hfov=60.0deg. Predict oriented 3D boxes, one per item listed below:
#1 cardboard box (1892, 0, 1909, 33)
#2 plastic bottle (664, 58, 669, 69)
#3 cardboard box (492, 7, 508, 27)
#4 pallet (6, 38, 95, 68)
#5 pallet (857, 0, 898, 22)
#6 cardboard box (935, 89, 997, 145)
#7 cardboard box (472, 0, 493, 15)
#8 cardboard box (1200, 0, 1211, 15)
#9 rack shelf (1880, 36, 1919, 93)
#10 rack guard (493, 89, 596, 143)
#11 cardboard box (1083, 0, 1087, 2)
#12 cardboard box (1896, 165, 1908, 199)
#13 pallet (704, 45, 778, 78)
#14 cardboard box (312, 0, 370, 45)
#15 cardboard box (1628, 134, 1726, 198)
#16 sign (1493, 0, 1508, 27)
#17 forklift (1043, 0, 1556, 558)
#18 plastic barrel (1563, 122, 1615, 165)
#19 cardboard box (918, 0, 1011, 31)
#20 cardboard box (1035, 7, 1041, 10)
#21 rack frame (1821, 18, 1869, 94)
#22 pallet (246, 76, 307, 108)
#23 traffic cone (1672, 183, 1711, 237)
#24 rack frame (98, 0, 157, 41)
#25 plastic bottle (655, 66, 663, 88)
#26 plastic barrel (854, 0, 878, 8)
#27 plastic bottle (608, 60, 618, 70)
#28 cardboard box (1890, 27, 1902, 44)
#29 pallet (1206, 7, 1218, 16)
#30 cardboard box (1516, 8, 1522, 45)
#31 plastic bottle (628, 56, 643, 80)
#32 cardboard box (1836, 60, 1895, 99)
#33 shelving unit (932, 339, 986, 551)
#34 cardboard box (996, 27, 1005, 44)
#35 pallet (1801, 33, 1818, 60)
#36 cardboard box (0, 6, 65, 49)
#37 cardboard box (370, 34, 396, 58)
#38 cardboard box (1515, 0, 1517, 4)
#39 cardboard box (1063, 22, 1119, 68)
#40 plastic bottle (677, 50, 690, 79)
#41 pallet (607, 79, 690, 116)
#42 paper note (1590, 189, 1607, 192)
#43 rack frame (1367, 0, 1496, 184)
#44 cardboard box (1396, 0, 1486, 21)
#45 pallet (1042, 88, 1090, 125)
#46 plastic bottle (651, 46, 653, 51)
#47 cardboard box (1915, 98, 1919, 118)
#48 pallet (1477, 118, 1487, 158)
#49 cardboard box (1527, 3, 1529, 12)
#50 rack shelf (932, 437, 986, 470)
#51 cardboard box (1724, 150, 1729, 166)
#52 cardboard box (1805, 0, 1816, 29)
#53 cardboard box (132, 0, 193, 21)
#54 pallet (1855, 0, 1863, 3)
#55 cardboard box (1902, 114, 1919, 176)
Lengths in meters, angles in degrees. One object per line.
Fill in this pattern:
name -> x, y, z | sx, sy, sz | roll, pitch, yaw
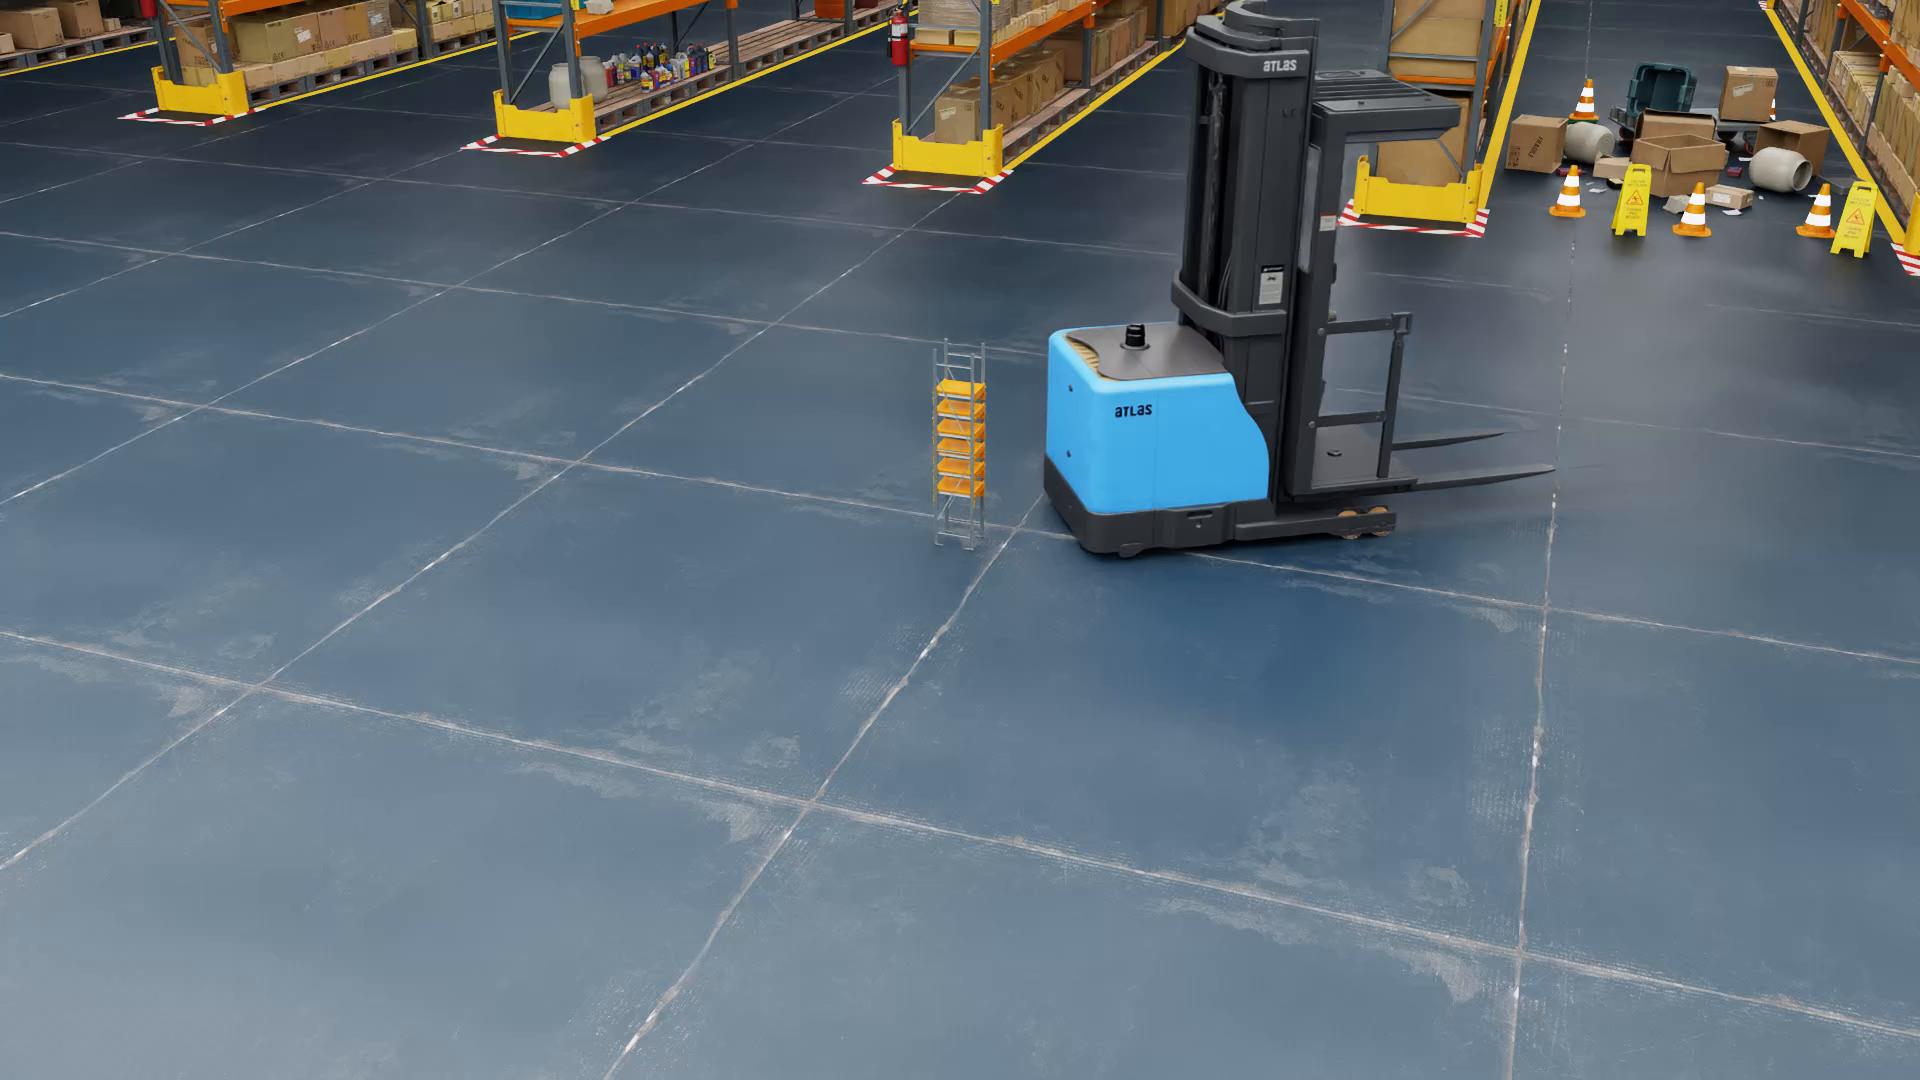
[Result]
cardboard box -> 10.107, -5.578, 17.373 | 0.500, 0.500, 0.500 | 9, 27, 17
plastic bottle -> -3.772, -6.102, 21.522 | 0.061, 0.283, 0.133 | 9, 27, 17
cardboard box -> -7.290, -8.128, 25.770 | 0.500, 0.250, 0.500 | 9, 27, 18
pallet -> -13.436, -7.093, 24.157 | 1.003, 0.211, 1.213 | 9, 27, 17
pallet -> -1.538, -8.914, 27.918 | 1.003, 0.211, 1.213 | 9, 27, 17
cardboard box -> 0.064, -4.651, 18.301 | 0.500, 0.500, 0.500 | 14, 29, 27
cardboard box -> -7.454, -8.171, 25.213 | 0.500, 0.311, 0.500 | 8, 27, 16
cardboard box -> 3.343, -8.864, 26.572 | 1.225, 0.875, 0.875 | 8, 27, 16
rack shelf -> 9.851, -4.394, 16.209 | 1.077, 0.370, 4.000 | 9, 27, 17
rack guard -> -4.850, -4.965, 19.430 | 1.175, 0.500, 0.348 | 9, 27, 17
cardboard box -> 1.377, -6.733, 20.502 | 0.380, 0.149, 0.250 | 9, 27, 17
cardboard box -> 9.381, -3.431, 16.067 | 0.500, 0.250, 0.500 | 9, 27, 18
pallet -> -3.275, -6.769, 23.487 | 1.003, 0.211, 1.213 | 9, 27, 17
cardboard box -> -8.458, -7.072, 22.727 | 0.500, 0.500, 0.500 | 9, 27, 17
cardboard box -> 7.383, -3.862, 17.148 | 0.797, 0.503, 0.637 | -9, 27, -18
sign -> 5.005, -4.915, 15.375 | 0.100, 0.325, 0.005 | 9, 27, 17
forklift -> 2.086, -1.541, 9.570 | 3.031, 2.935, 1.130 | -6, 26, -12
plastic barrel -> 6.884, -4.368, 18.286 | 0.421, 0.421, 0.512 | -14, 29, -27
cardboard box -> 0.049, -5.734, 17.695 | 0.875, 0.500, 0.500 | 9, 27, 17
cardboard box -> 0.709, -6.027, 19.044 | 0.380, 0.149, 0.250 | 9, 27, 17
rack frame -> 11.848, -7.184, 21.145 | 1.000, 3.000, 0.127 | 9, 27, 17
pallet -> -9.285, -5.837, 21.563 | 1.003, 0.211, 1.213 | 9, 27, 17
traffic cone -> 6.952, -3.139, 15.703 | 0.336, 0.463, 0.334 | 9, 27, 17
rack frame -> -12.842, -9.132, 25.169 | 1.000, 3.000, 0.127 | 9, 27, 17
plastic bottle -> -3.819, -5.862, 21.042 | 0.097, 0.271, 0.097 | 0, 26, 0
plastic barrel -> -1.646, -9.110, 27.409 | 0.600, 0.588, 0.708 | 9, 27, 17
plastic bottle -> -4.477, -5.999, 21.318 | 0.152, 0.276, 0.135 | 8, 27, 16
cardboard box -> 10.109, -5.344, 17.633 | 0.380, 0.149, 0.250 | 9, 27, 17
pallet -> 3.648, -8.682, 27.438 | 1.003, 0.211, 1.213 | 9, 27, 17
cardboard box -> 7.786, -7.385, 23.947 | 0.500, 0.500, 0.500 | 9, 27, 18
plastic bottle -> -4.215, -6.132, 21.594 | 0.152, 0.276, 0.135 | 9, 27, 17
cardboard box -> 11.412, -5.655, 20.521 | 0.950, 0.372, 0.625 | 8, 27, 16
shelving unit -> -0.005, -0.534, 9.476 | 0.258, 1.200, 0.189 | 9, 27, 17
cardboard box -> 0.261, -5.403, 17.755 | 0.380, 0.149, 0.250 | 9, 27, 17
pallet -> 12.993, -7.244, 24.470 | 1.003, 0.211, 1.213 | 9, 27, 17
cardboard box -> -13.377, -7.361, 23.875 | 0.700, 0.500, 0.500 | 7, 27, 14
cardboard box -> -8.293, -6.940, 23.316 | 0.500, 0.250, 0.500 | 9, 27, 17
cardboard box -> 6.580, -6.851, 20.343 | 0.500, 0.500, 0.500 | 9, 27, 17
cardboard box -> 1.758, -6.722, 22.556 | 0.700, 0.500, 0.500 | 6, 27, 13
plastic bottle -> -3.613, -6.183, 21.613 | 0.144, 0.351, 0.185 | 9, 27, 17
pallet -> -4.166, -5.667, 21.213 | 1.003, 0.211, 1.213 | 9, 27, 17
paper note -> 6.593, -3.616, 17.186 | 0.144, 0.017, 0.142 | 20, 32, 35
rack frame -> 4.484, -4.572, 15.752 | 1.000, 3.000, 0.127 | 9, 27, 17
cardboard box -> 4.644, -5.273, 15.787 | 0.875, 0.550, 0.550 | 9, 27, 17
pallet -> 0.981, -5.441, 20.745 | 1.003, 0.211, 1.213 | 9, 27, 17
plastic bottle -> -4.101, -6.463, 22.278 | 0.152, 0.276, 0.135 | 10, 27, 19
cardboard box -> 9.352, -4.108, 15.860 | 0.380, 0.149, 0.250 | 9, 27, 18
pallet -> 5.488, -4.660, 19.132 | 1.003, 0.211, 1.213 | 9, 27, 17
cardboard box -> 8.990, -8.622, 26.905 | 0.380, 0.149, 0.250 | 10, 27, 19
rack shelf -> -0.005, -0.494, 9.496 | 0.258, 0.103, 0.180 | 9, 27, 17
cardboard box -> 8.221, -4.286, 18.297 | 0.258, 0.266, 0.396 | -9, 27, -18
cardboard box -> 13.489, -8.106, 25.508 | 0.875, 0.438, 0.875 | 8, 27, 17
cardboard box -> -12.612, -8.510, 26.247 | 0.700, 0.500, 0.500 | 10, 27, 19
pallet -> 11.711, -6.789, 20.550 | 1.213, 0.211, 1.003 | 9, 27, 17
cardboard box -> 9.377, -3.767, 15.901 | 0.500, 0.500, 0.500 | 10, 28, 19
